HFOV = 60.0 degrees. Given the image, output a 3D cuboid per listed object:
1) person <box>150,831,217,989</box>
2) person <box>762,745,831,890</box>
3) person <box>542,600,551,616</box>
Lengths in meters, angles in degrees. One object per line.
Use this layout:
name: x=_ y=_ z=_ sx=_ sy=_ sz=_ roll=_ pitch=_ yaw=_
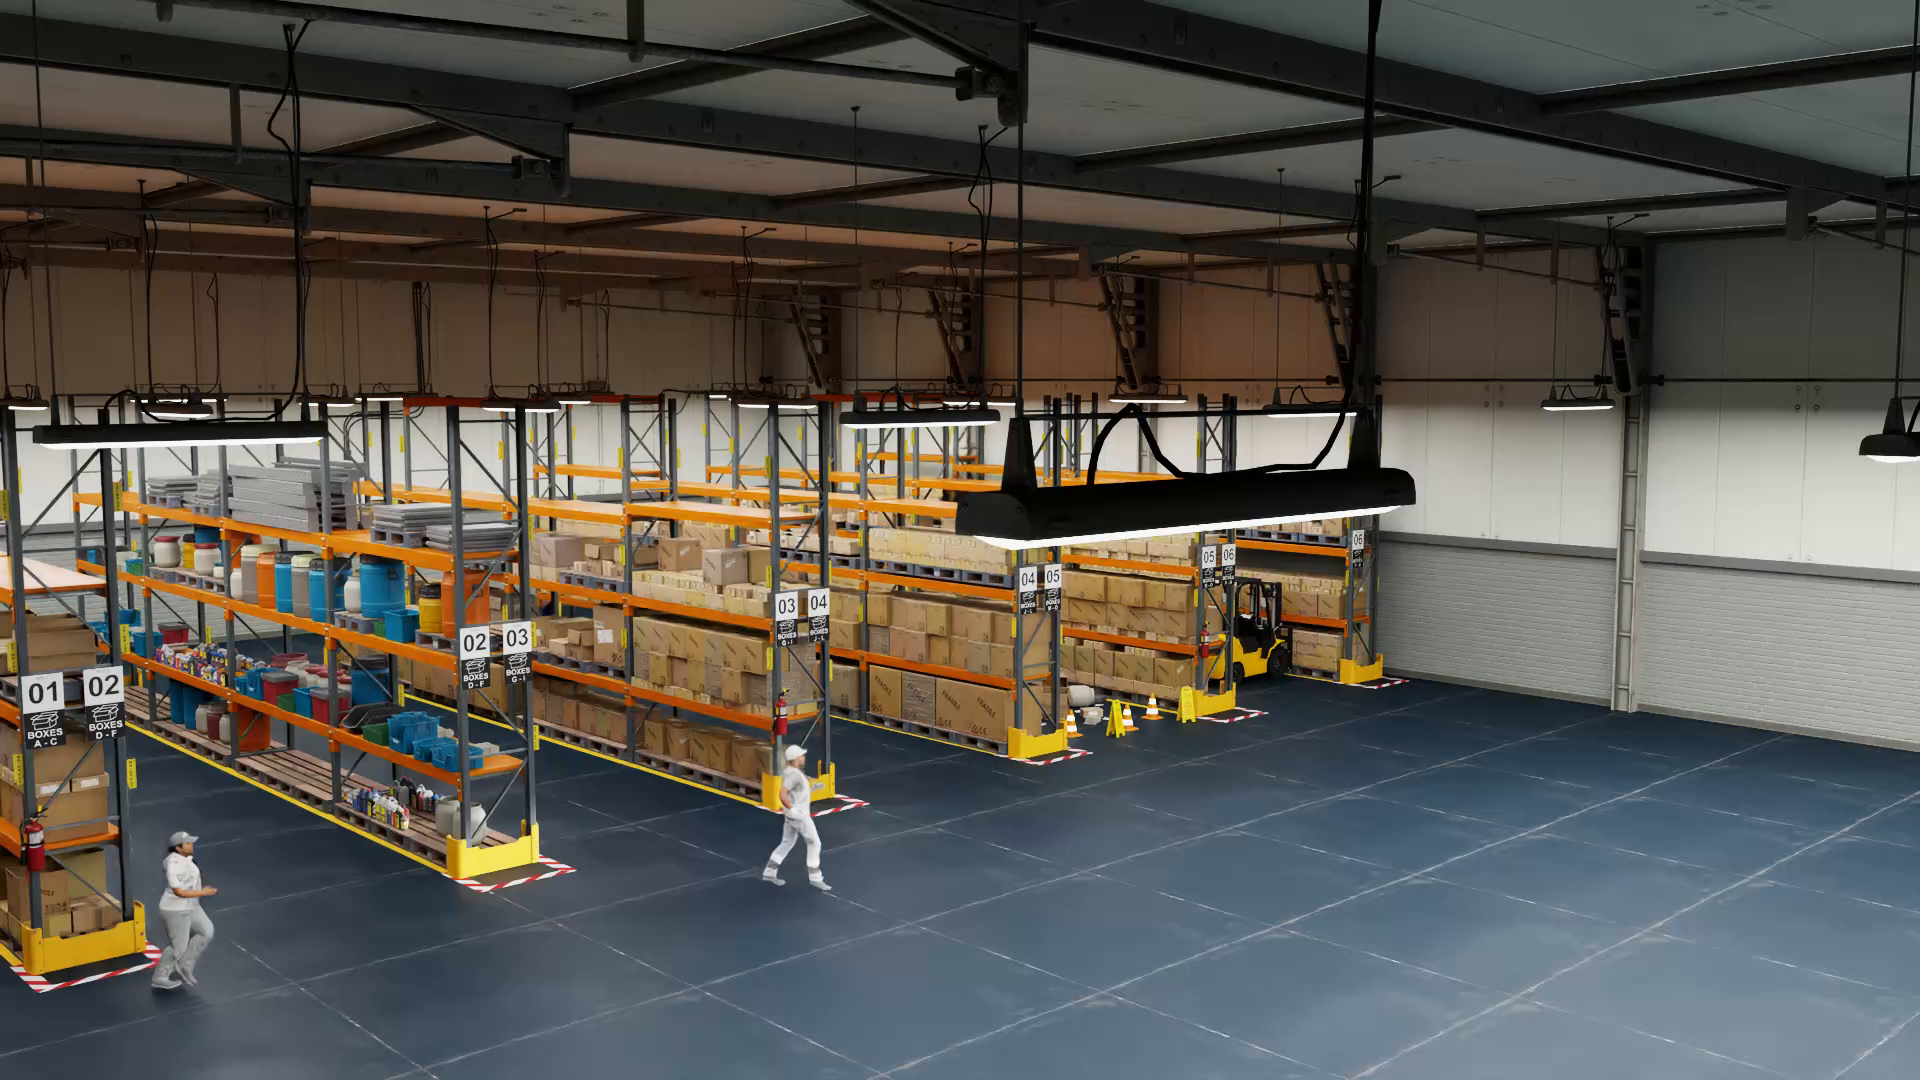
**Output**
person: x=-8.065 y=3.852 z=17.281 sx=0.675 sy=1.693 sz=0.620 roll=-1 pitch=6 yaw=-13
person: x=-2.026 y=3.442 z=20.527 sx=0.843 sy=1.838 sz=0.656 roll=-2 pitch=6 yaw=-20
person: x=-10.079 y=1.589 z=41.112 sx=0.682 sy=1.563 sz=0.683 roll=-2 pitch=6 yaw=-22
